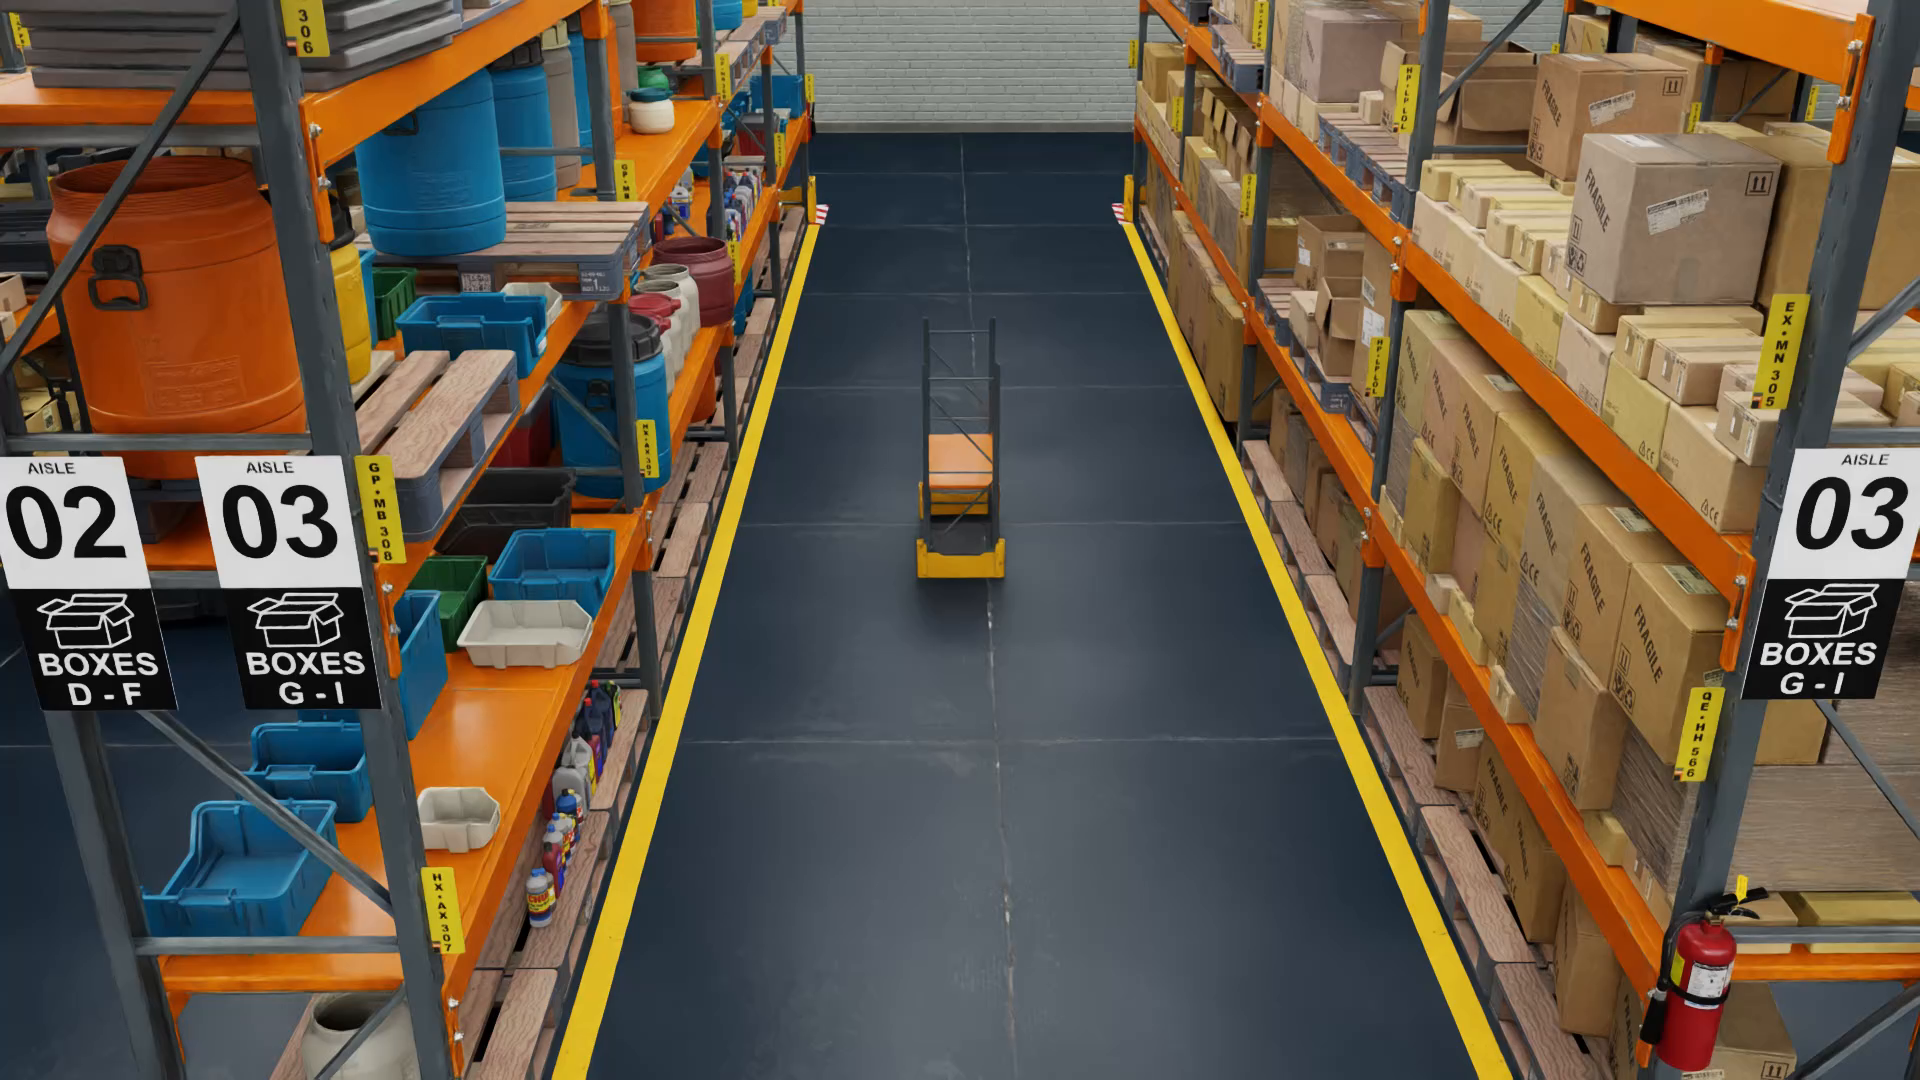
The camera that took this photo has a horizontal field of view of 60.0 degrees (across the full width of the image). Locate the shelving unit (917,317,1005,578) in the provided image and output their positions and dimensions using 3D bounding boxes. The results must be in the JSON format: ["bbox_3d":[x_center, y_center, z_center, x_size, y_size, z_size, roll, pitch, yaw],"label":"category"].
[{"bbox_3d":[0.001,-0.652,11.371,0.587,1.500,1.083,0,24,-1],"label":"shelving unit"}]

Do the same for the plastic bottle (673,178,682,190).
[{"bbox_3d":[-2.671,-3.257,15.462,0.152,0.276,0.135,0,24,-1],"label":"plastic bottle"}]

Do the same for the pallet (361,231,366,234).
[{"bbox_3d":[-7.285,-3.654,19.573,1.003,0.211,1.213,0,24,-1],"label":"pallet"}]

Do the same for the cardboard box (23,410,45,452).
[{"bbox_3d":[-6.944,-0.753,11.921,0.500,0.311,0.500,-1,24,-1],"label":"cardboard box"}]

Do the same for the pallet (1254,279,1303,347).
[{"bbox_3d":[2.812,-1.650,11.991,1.213,0.211,1.003,0,24,-1],"label":"pallet"}]

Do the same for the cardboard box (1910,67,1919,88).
[{"bbox_3d":[7.398,-3.658,12.436,0.500,0.500,0.500,0,24,-1],"label":"cardboard box"}]

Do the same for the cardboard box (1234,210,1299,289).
[{"bbox_3d":[2.445,-2.278,13.026,0.500,0.500,0.500,0,24,1],"label":"cardboard box"}]

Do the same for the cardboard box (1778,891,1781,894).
[{"bbox_3d":[3.037,1.159,5.853,0.380,0.149,0.250,0,24,-1],"label":"cardboard box"}]

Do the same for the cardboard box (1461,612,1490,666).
[{"bbox_3d":[2.473,0.440,7.442,0.380,0.149,0.250,0,24,-1],"label":"cardboard box"}]

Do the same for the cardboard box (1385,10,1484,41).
[{"bbox_3d":[2.960,-3.060,10.508,0.500,0.500,0.500,0,24,0],"label":"cardboard box"}]

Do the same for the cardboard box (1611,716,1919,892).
[{"bbox_3d":[2.806,0.858,5.731,0.875,0.500,0.500,0,24,-1],"label":"cardboard box"}]

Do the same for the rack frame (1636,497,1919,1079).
[{"bbox_3d":[2.785,1.266,5.311,1.000,3.000,0.127,0,24,-1],"label":"rack frame"}]

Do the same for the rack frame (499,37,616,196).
[{"bbox_3d":[-2.211,-3.094,7.670,1.000,3.000,0.127,0,24,-1],"label":"rack frame"}]

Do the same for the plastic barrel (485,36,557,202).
[{"bbox_3d":[-2.434,-2.164,8.646,0.600,0.901,0.708,0,24,-1],"label":"plastic barrel"}]

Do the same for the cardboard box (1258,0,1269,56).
[{"bbox_3d":[2.619,-3.887,12.429,0.797,0.503,0.637,1,24,3],"label":"cardboard box"}]

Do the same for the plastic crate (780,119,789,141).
[{"bbox_3d":[-2.063,-4.411,17.993,0.416,0.233,0.300,0,24,-1],"label":"plastic crate"}]

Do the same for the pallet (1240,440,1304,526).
[{"bbox_3d":[2.705,-0.438,12.462,1.003,0.211,1.213,0,24,-1],"label":"pallet"}]

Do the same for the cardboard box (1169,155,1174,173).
[{"bbox_3d":[2.320,-3.795,16.805,0.380,0.149,0.250,0,24,0],"label":"cardboard box"}]

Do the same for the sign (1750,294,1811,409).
[{"bbox_3d":[2.230,-0.510,4.523,0.100,0.325,0.005,0,24,-1],"label":"sign"}]

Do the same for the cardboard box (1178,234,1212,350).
[{"bbox_3d":[2.692,-2.270,15.198,1.225,0.875,0.875,-1,24,-2],"label":"cardboard box"}]

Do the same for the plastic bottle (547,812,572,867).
[{"bbox_3d":[-1.881,1.400,7.792,0.097,0.271,0.097,0,24,0],"label":"plastic bottle"}]

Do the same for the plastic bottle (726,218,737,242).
[{"bbox_3d":[-1.920,-2.558,13.922,0.097,0.271,0.097,0,24,0],"label":"plastic bottle"}]

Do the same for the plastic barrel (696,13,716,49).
[{"bbox_3d":[-2.037,-3.933,12.846,0.294,0.245,0.294,0,24,0],"label":"plastic barrel"}]

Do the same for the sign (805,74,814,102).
[{"bbox_3d":[-1.792,-5.388,19.826,0.100,0.325,0.005,0,24,-1],"label":"sign"}]

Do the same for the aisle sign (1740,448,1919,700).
[{"bbox_3d":[2.486,0.108,4.716,0.394,0.787,0.004,0,24,-1],"label":"aisle sign"}]

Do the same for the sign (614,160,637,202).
[{"bbox_3d":[-1.661,-1.729,8.282,0.100,0.325,0.005,0,24,-1],"label":"sign"}]

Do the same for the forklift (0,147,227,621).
[{"bbox_3d":[-5.510,-0.962,10.320,3.031,2.935,1.130,-4,25,-9],"label":"forklift"}]

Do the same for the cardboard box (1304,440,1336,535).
[{"bbox_3d":[2.757,-0.354,11.392,0.700,0.500,0.500,2,24,4],"label":"cardboard box"}]

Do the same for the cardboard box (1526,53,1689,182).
[{"bbox_3d":[3.001,-1.974,7.745,0.500,0.500,0.500,-1,24,-2],"label":"cardboard box"}]

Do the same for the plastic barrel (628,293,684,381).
[{"bbox_3d":[-2.015,-1.298,10.815,0.433,0.535,0.433,0,24,0],"label":"plastic barrel"}]

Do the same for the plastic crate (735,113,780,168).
[{"bbox_3d":[-2.058,-4.082,16.985,0.402,0.464,0.583,0,24,-1],"label":"plastic crate"}]

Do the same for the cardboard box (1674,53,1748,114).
[{"bbox_3d":[7.339,-4.489,16.339,0.500,0.500,0.500,-1,24,-2],"label":"cardboard box"}]

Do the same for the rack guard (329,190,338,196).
[{"bbox_3d":[-7.295,-4.114,20.239,1.175,0.500,0.348,0,24,-1],"label":"rack guard"}]

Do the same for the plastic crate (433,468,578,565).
[{"bbox_3d":[-2.333,-0.116,8.441,0.767,0.338,0.504,0,24,-1],"label":"plastic crate"}]

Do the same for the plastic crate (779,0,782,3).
[{"bbox_3d":[-2.072,-5.701,17.395,0.437,0.136,0.530,0,24,-1],"label":"plastic crate"}]

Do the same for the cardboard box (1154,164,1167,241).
[{"bbox_3d":[2.707,-3.912,18.828,0.875,0.875,0.875,0,24,-1],"label":"cardboard box"}]

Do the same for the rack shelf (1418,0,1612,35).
[{"bbox_3d":[2.720,-3.430,9.772,1.077,0.370,4.000,0,24,-1],"label":"rack shelf"}]

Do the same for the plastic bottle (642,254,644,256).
[{"bbox_3d":[-2.678,-2.466,13.804,0.097,0.201,0.097,0,24,0],"label":"plastic bottle"}]

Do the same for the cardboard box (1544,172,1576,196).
[{"bbox_3d":[2.945,-1.619,7.748,0.380,0.149,0.250,0,24,0],"label":"cardboard box"}]

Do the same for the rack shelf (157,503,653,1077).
[{"bbox_3d":[-2.190,0.792,7.232,1.077,0.370,4.000,0,24,-1],"label":"rack shelf"}]

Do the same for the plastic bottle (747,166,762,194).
[{"bbox_3d":[-1.971,-3.439,15.865,0.152,0.276,0.135,0,24,-1],"label":"plastic bottle"}]

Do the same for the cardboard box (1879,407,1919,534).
[{"bbox_3d":[3.038,-0.232,5.165,0.500,0.250,0.500,0,24,1],"label":"cardboard box"}]

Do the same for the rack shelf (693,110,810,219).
[{"bbox_3d":[-2.320,-4.153,18.165,1.077,0.370,4.000,0,24,-1],"label":"rack shelf"}]

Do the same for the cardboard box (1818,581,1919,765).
[{"bbox_3d":[3.051,0.401,5.527,0.500,0.500,0.500,0,24,-1],"label":"cardboard box"}]

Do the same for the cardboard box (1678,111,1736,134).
[{"bbox_3d":[7.327,-4.039,16.557,0.500,0.500,0.500,0,24,0],"label":"cardboard box"}]

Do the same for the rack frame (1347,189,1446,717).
[{"bbox_3d":[2.741,-0.382,8.955,1.000,3.000,0.127,0,24,-1],"label":"rack frame"}]

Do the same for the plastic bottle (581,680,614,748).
[{"bbox_3d":[-1.916,0.910,8.778,0.144,0.351,0.185,-1,24,-2],"label":"plastic bottle"}]

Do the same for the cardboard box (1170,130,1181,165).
[{"bbox_3d":[2.387,-3.927,16.613,0.500,0.250,0.500,-1,24,-2],"label":"cardboard box"}]

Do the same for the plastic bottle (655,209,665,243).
[{"bbox_3d":[-2.556,-2.668,14.150,0.061,0.283,0.133,0,24,-1],"label":"plastic bottle"}]

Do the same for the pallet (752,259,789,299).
[{"bbox_3d":[-2.345,-2.689,17.439,1.003,0.211,1.213,0,24,-1],"label":"pallet"}]

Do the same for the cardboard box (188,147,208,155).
[{"bbox_3d":[-7.470,-3.677,15.608,0.700,0.500,0.500,-9,26,-18],"label":"cardboard box"}]

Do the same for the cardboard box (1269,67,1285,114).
[{"bbox_3d":[2.448,-3.134,11.582,0.500,0.250,0.500,0,24,0],"label":"cardboard box"}]

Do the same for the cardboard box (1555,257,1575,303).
[{"bbox_3d":[2.506,-0.976,6.327,0.380,0.149,0.250,-1,24,-3],"label":"cardboard box"}]

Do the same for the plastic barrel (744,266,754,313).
[{"bbox_3d":[-2.310,-2.668,16.045,0.600,0.901,0.708,0,24,-1],"label":"plastic barrel"}]

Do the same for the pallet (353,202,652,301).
[{"bbox_3d":[-2.106,-1.344,7.671,1.213,0.211,1.003,0,24,-1],"label":"pallet"}]

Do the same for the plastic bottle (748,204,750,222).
[{"bbox_3d":[-1.931,-2.944,14.860,0.097,0.201,0.097,0,24,0],"label":"plastic bottle"}]

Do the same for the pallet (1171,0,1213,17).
[{"bbox_3d":[2.656,-5.342,16.390,1.003,0.211,1.213,0,24,-1],"label":"pallet"}]

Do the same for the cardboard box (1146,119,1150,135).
[{"bbox_3d":[2.297,-4.641,18.677,0.380,0.149,0.250,-1,24,-2],"label":"cardboard box"}]
